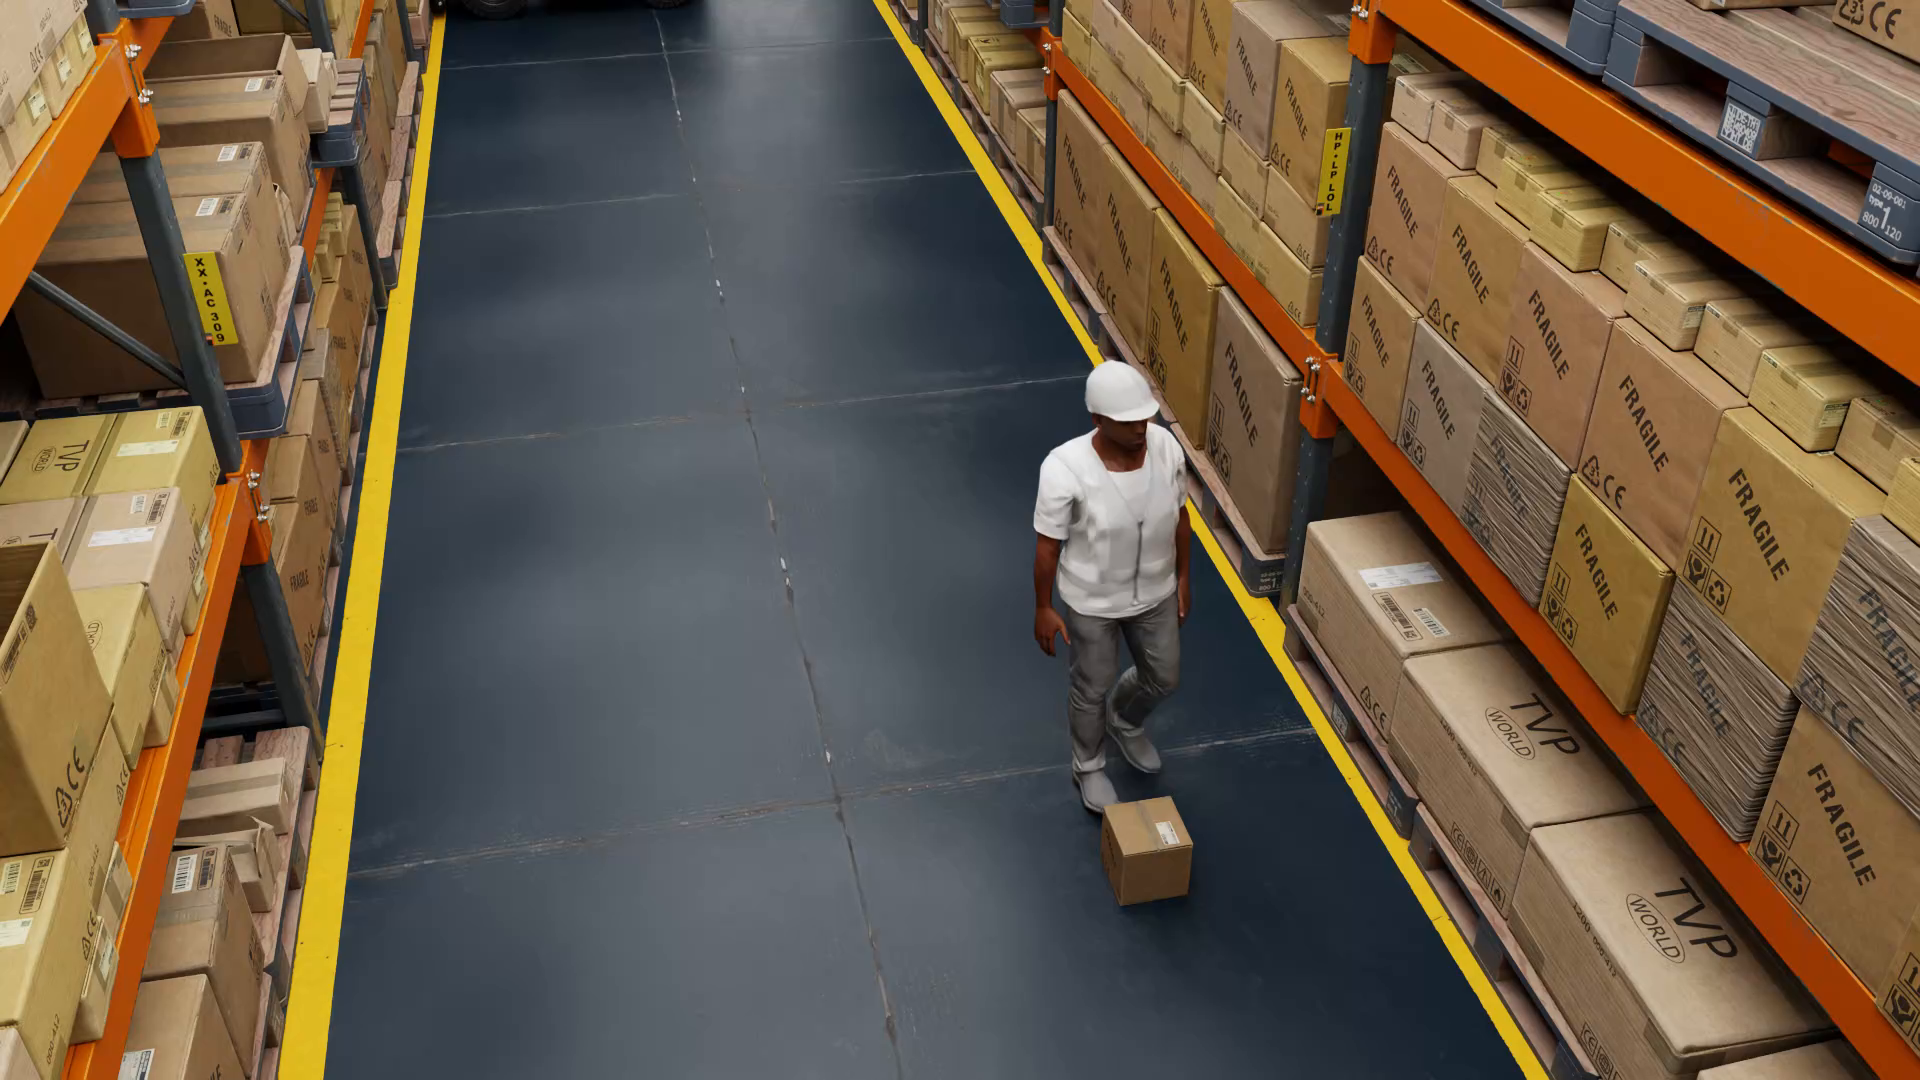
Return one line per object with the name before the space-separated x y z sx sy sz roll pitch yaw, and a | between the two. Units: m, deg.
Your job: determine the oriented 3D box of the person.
person | 0.537 0.188 5.842 0.597 1.794 0.454 -12 36 -17
